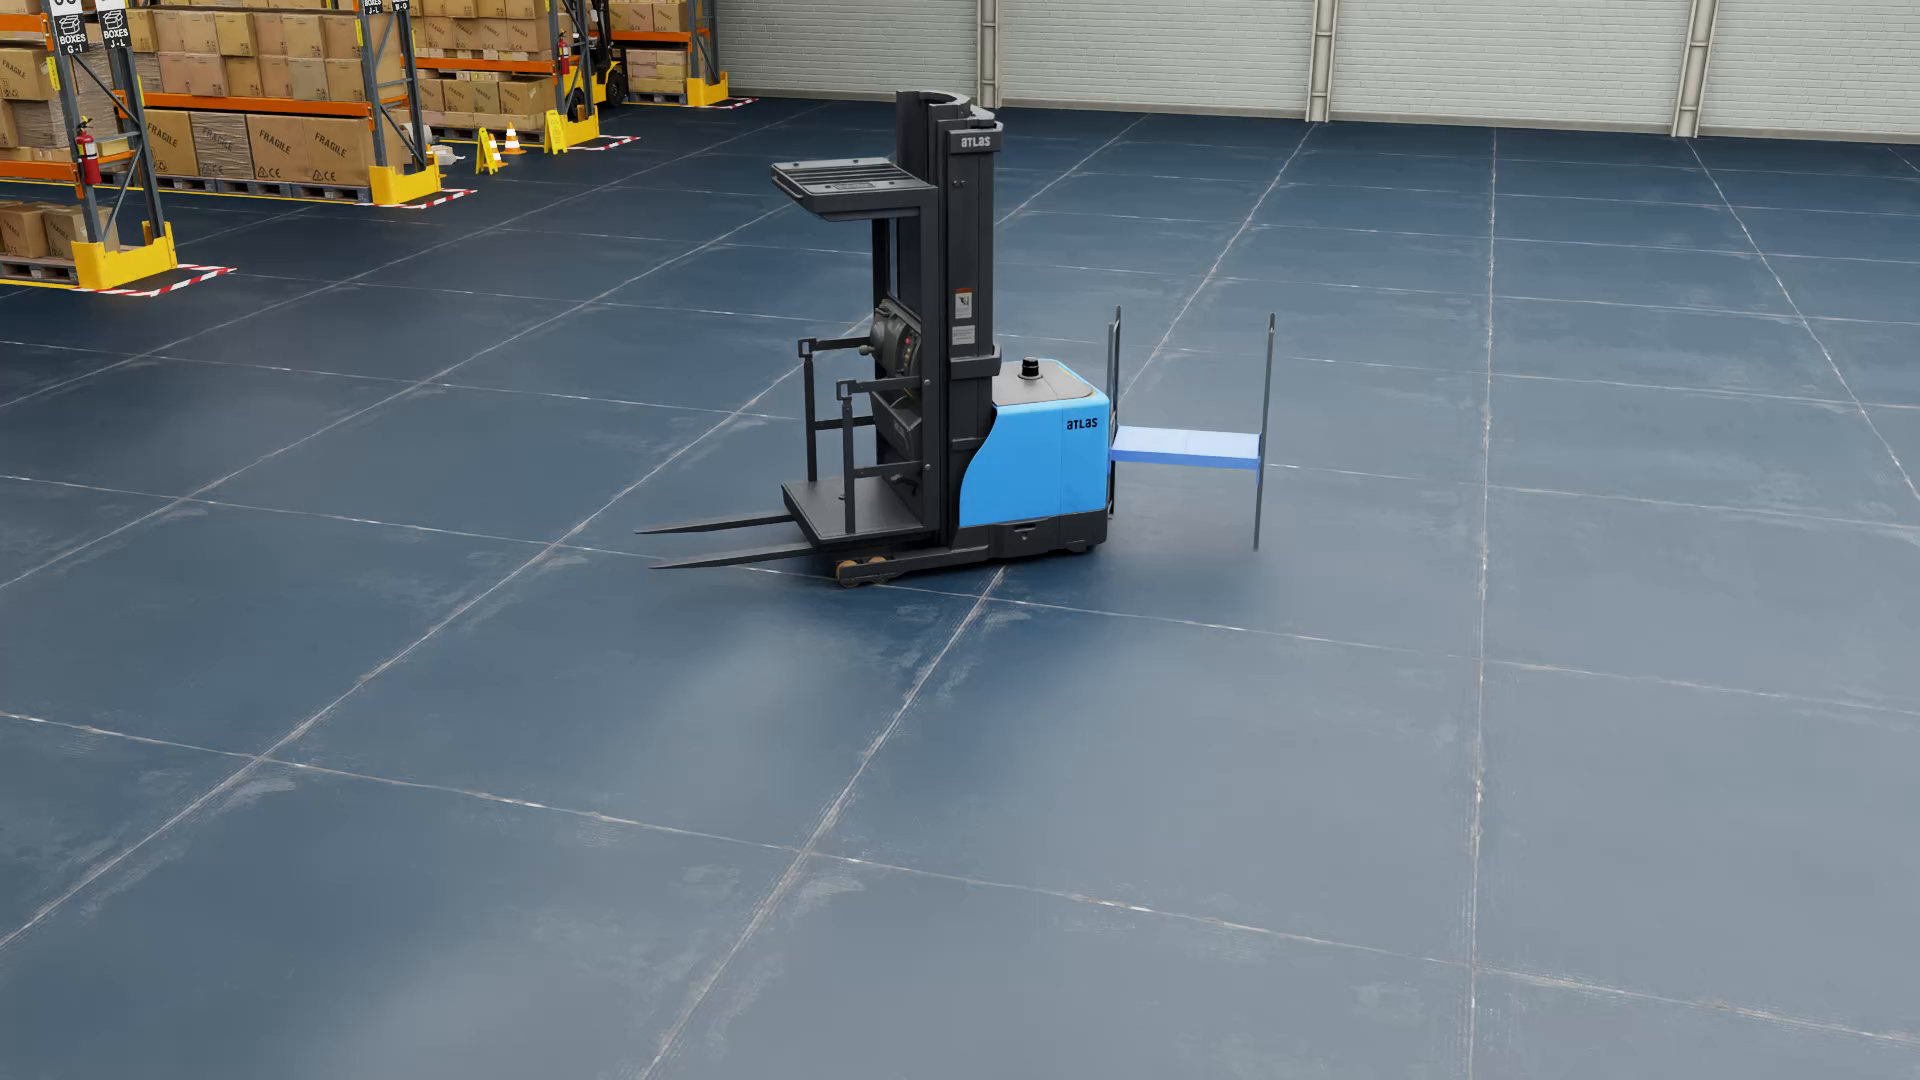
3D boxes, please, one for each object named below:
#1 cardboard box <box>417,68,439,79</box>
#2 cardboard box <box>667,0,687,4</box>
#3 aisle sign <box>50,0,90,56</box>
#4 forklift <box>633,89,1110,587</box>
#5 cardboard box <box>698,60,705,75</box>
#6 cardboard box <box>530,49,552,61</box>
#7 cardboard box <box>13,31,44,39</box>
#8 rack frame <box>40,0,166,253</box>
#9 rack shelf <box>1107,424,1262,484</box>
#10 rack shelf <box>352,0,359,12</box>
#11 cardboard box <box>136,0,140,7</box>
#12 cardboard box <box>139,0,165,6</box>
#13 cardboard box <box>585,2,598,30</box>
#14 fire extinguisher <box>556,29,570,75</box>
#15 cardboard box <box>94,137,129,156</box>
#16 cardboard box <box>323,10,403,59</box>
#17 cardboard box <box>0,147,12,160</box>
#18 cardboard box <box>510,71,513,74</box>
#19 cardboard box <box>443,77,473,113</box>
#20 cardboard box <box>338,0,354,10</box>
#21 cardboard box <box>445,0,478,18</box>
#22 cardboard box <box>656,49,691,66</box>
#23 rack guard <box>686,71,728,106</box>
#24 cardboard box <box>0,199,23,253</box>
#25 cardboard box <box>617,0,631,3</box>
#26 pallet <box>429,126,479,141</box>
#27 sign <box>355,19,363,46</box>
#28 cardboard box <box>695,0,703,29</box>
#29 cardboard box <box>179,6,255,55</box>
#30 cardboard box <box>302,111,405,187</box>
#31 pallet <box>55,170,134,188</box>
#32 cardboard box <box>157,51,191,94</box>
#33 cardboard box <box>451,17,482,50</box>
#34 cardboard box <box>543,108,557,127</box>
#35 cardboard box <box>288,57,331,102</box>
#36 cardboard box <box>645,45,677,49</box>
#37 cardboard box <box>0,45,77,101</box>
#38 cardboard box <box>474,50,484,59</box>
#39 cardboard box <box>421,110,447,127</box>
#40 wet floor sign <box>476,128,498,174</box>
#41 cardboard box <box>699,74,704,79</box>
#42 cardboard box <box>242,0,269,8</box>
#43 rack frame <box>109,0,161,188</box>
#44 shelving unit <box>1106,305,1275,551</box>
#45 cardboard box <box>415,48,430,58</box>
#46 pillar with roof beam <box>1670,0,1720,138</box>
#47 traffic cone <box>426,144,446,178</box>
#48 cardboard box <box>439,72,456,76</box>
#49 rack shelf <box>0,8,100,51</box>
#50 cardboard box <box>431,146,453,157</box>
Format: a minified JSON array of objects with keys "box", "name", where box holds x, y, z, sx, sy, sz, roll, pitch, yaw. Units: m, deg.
[{"box":[-8.708,-7.606,27.087,0.250,0.149,0.380,8,24,19],"name":"cardboard box"},{"box":[-5.201,-9.967,30.629,0.250,0.149,0.380,7,23,16],"name":"cardboard box"},{"box":[-9.109,-5.367,16.976,0.004,0.787,0.394,7,23,16],"name":"aisle sign"},{"box":[-0.594,-1.280,10.529,3.031,2.935,1.130,-7,23,-17],"name":"forklift"},{"box":[-5.179,-8.965,31.584,0.500,0.250,0.500,7,23,16],"name":"cardboard box"},{"box":[-6.638,-7.728,26.488,0.250,0.149,0.380,7,23,17],"name":"cardboard box"},{"box":[-12.835,-7.182,23.377,0.500,0.500,0.700,7,23,16],"name":"cardboard box"},{"box":[-9.081,-4.280,17.752,0.127,3.000,1.000,7,23,16],"name":"rack frame"},{"box":[1.520,-0.586,11.196,1.000,0.185,0.538,4,23,10],"name":"rack shelf"},{"box":[-9.466,-7.345,22.220,4.000,0.370,1.077,7,23,16],"name":"rack shelf"},{"box":[-14.279,-9.409,28.807,0.500,0.500,0.500,6,23,14],"name":"cardboard box"},{"box":[-13.514,-9.002,28.187,0.500,0.500,0.500,6,23,14],"name":"cardboard box"},{"box":[-6.805,-9.857,31.215,0.500,0.500,0.500,7,23,16],"name":"cardboard box"},{"box":[-6.242,-7.665,26.105,0.183,0.674,0.296,7,23,16],"name":"fire extinguisher"},{"box":[-9.285,-4.282,18.087,0.250,0.149,0.380,7,23,16],"name":"cardboard box"},{"box":[-7.896,-6.695,22.018,0.550,0.550,0.875,7,23,16],"name":"cardboard box"},{"box":[-10.142,-4.189,17.862,0.250,0.149,0.380,7,23,16],"name":"cardboard box"},{"box":[-9.121,-9.272,32.497,0.625,0.625,0.875,8,24,18],"name":"cardboard box"},{"box":[-8.043,-7.257,27.090,0.500,0.500,0.500,6,23,14],"name":"cardboard box"},{"box":[-9.690,-8.839,27.024,0.500,0.500,0.700,6,23,15],"name":"cardboard box"},{"box":[-7.771,-8.581,26.395,0.500,0.500,0.700,6,23,15],"name":"cardboard box"},{"box":[-5.319,-9.006,31.026,0.500,0.250,0.500,7,23,17],"name":"cardboard box"},{"box":[-4.765,-8.525,31.395,0.348,0.500,1.175,7,23,16],"name":"rack guard"},{"box":[-10.850,-3.521,18.642,0.500,0.500,0.500,9,24,20],"name":"cardboard box"},{"box":[-6.189,-10.078,30.901,0.250,0.149,0.380,6,23,14],"name":"cardboard box"},{"box":[-8.223,-6.835,27.655,1.213,0.211,1.003,7,23,16],"name":"pallet"},{"box":[-7.722,-6.521,21.376,0.005,0.325,0.100,7,23,16],"name":"sign"},{"box":[-5.182,-9.886,31.287,0.500,0.500,0.500,7,23,17],"name":"cardboard box"},{"box":[-10.001,-6.898,22.514,0.550,0.550,0.875,7,23,16],"name":"cardboard box"},{"box":[-8.220,-5.333,22.564,0.875,0.875,0.875,7,23,16],"name":"cardboard box"},{"box":[-12.142,-5.277,23.856,1.213,0.211,1.003,7,23,16],"name":"pallet"},{"box":[-10.491,-6.491,22.944,0.550,0.550,0.875,7,23,16],"name":"cardboard box"},{"box":[-7.774,-8.137,26.630,0.500,0.500,0.500,6,23,15],"name":"cardboard box"},{"box":[-6.911,-6.992,27.432,0.500,0.250,0.500,6,23,15],"name":"cardboard box"},{"box":[-8.453,-6.217,22.276,0.550,0.550,0.875,7,23,16],"name":"cardboard box"},{"box":[-5.673,-9.244,31.606,0.500,0.250,0.500,7,23,16],"name":"cardboard box"},{"box":[-9.679,-4.897,17.415,0.500,0.500,0.500,7,23,16],"name":"cardboard box"},{"box":[-7.612,-7.847,26.780,0.250,0.149,0.380,7,23,16],"name":"cardboard box"},{"box":[-8.538,-6.967,27.372,0.500,0.250,0.500,6,23,15],"name":"cardboard box"},{"box":[-6.952,-5.698,24.311,0.232,0.644,0.267,3,22,6],"name":"wet floor sign"},{"box":[-5.202,-8.732,31.674,0.500,0.250,0.500,7,23,16],"name":"cardboard box"},{"box":[-11.524,-8.777,27.638,0.500,0.500,0.500,7,23,17],"name":"cardboard box"},{"box":[-11.381,-6.510,23.187,0.127,3.000,1.000,7,23,16],"name":"rack frame"},{"box":[1.520,-0.752,11.128,1.048,1.500,0.538,4,23,10],"name":"shelving unit"},{"box":[-8.617,-7.908,26.928,0.250,0.149,0.380,7,23,16],"name":"cardboard box"},{"box":[10.795,-9.327,22.149,0.400,9.000,9.100,7,23,16],"name":"pillar with roof beam"},{"box":[-7.650,-5.472,23.999,0.334,0.463,0.336,7,23,16],"name":"traffic cone"},{"box":[-8.428,-7.510,27.708,0.500,0.500,0.500,8,24,18],"name":"cardboard box"},{"box":[-10.996,-5.554,17.853,4.000,0.370,1.077,7,23,16],"name":"rack shelf"},{"box":[-8.056,-5.971,25.631,0.380,0.149,0.250,-20,29,-39],"name":"cardboard box"}]
